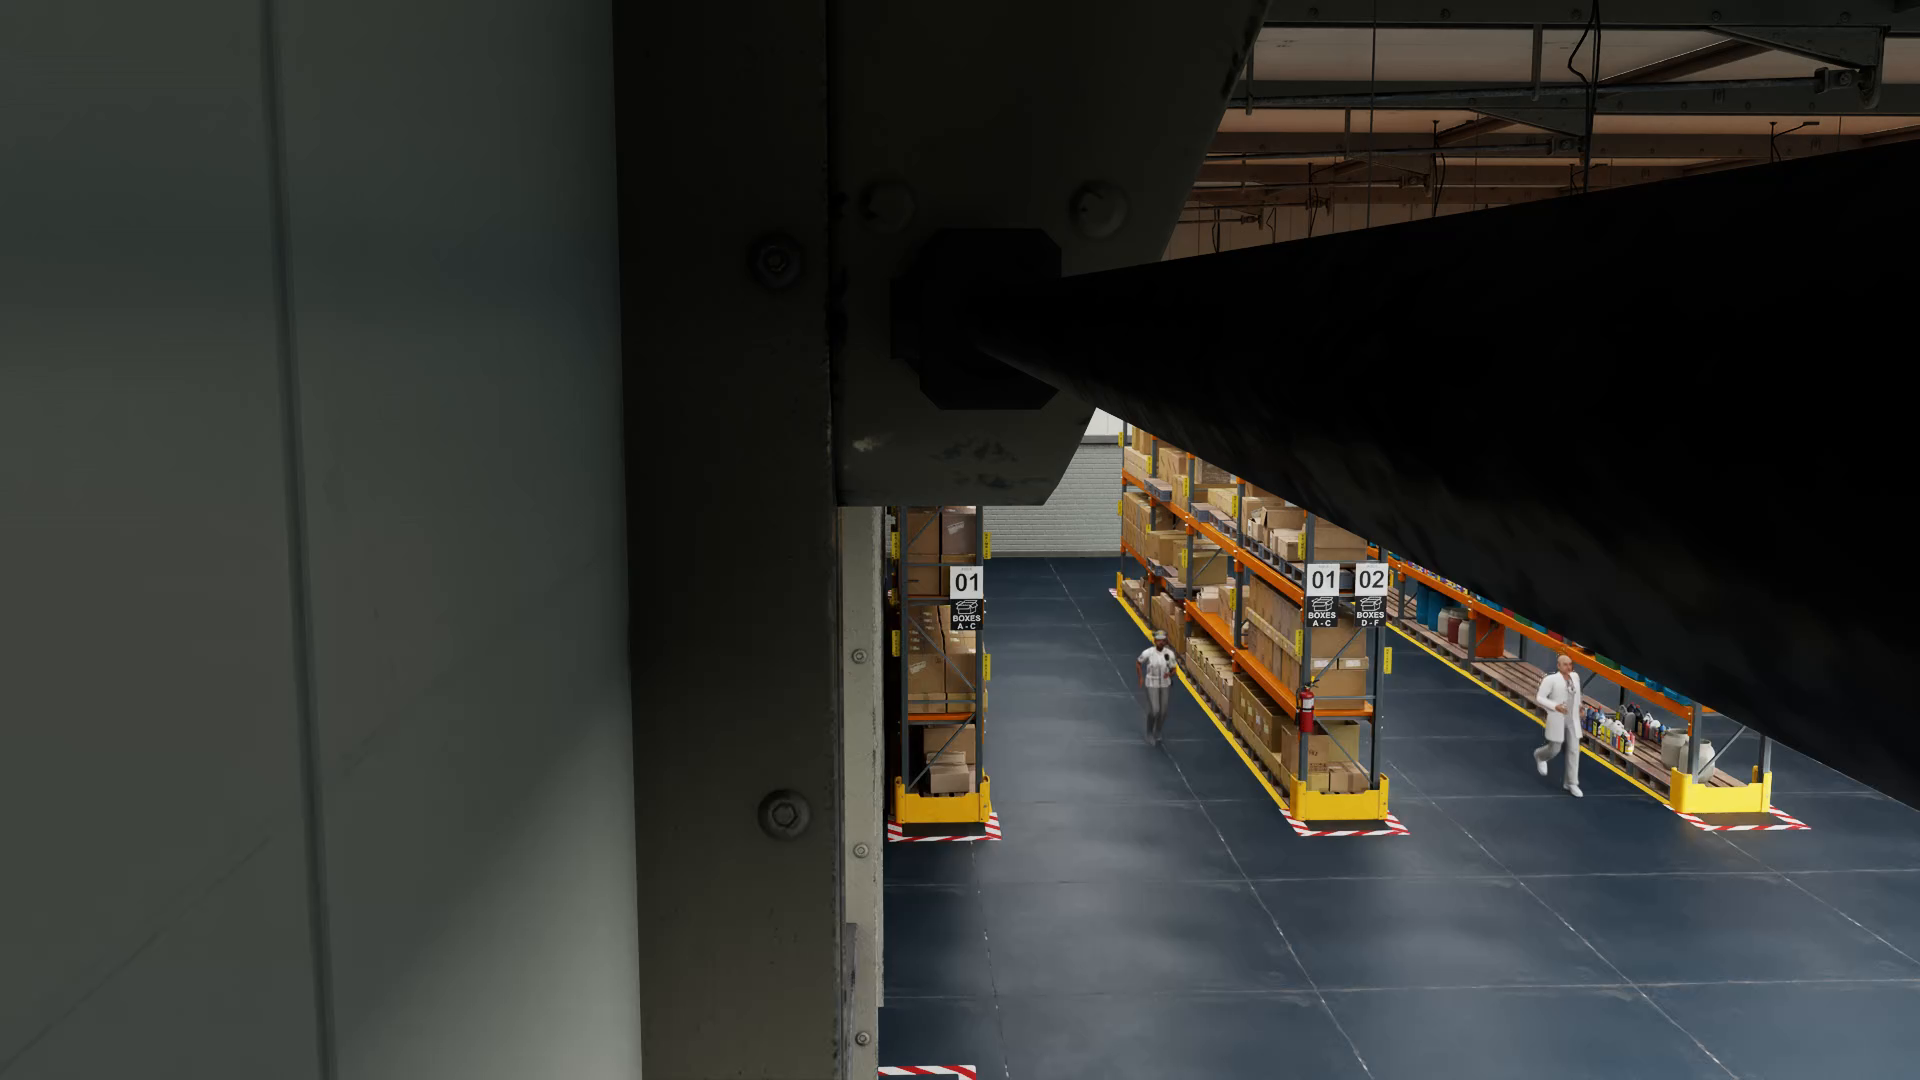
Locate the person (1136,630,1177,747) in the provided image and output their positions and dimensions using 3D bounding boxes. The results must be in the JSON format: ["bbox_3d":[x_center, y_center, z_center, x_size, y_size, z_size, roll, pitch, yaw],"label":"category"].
[{"bbox_3d":[2.857,2.134,24.005,0.548,1.699,0.684,-1,8,-7],"label":"person"}]

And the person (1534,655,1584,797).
[{"bbox_3d":[7.900,2.386,21.860,0.715,1.778,1.042,-1,8,-9],"label":"person"}]
